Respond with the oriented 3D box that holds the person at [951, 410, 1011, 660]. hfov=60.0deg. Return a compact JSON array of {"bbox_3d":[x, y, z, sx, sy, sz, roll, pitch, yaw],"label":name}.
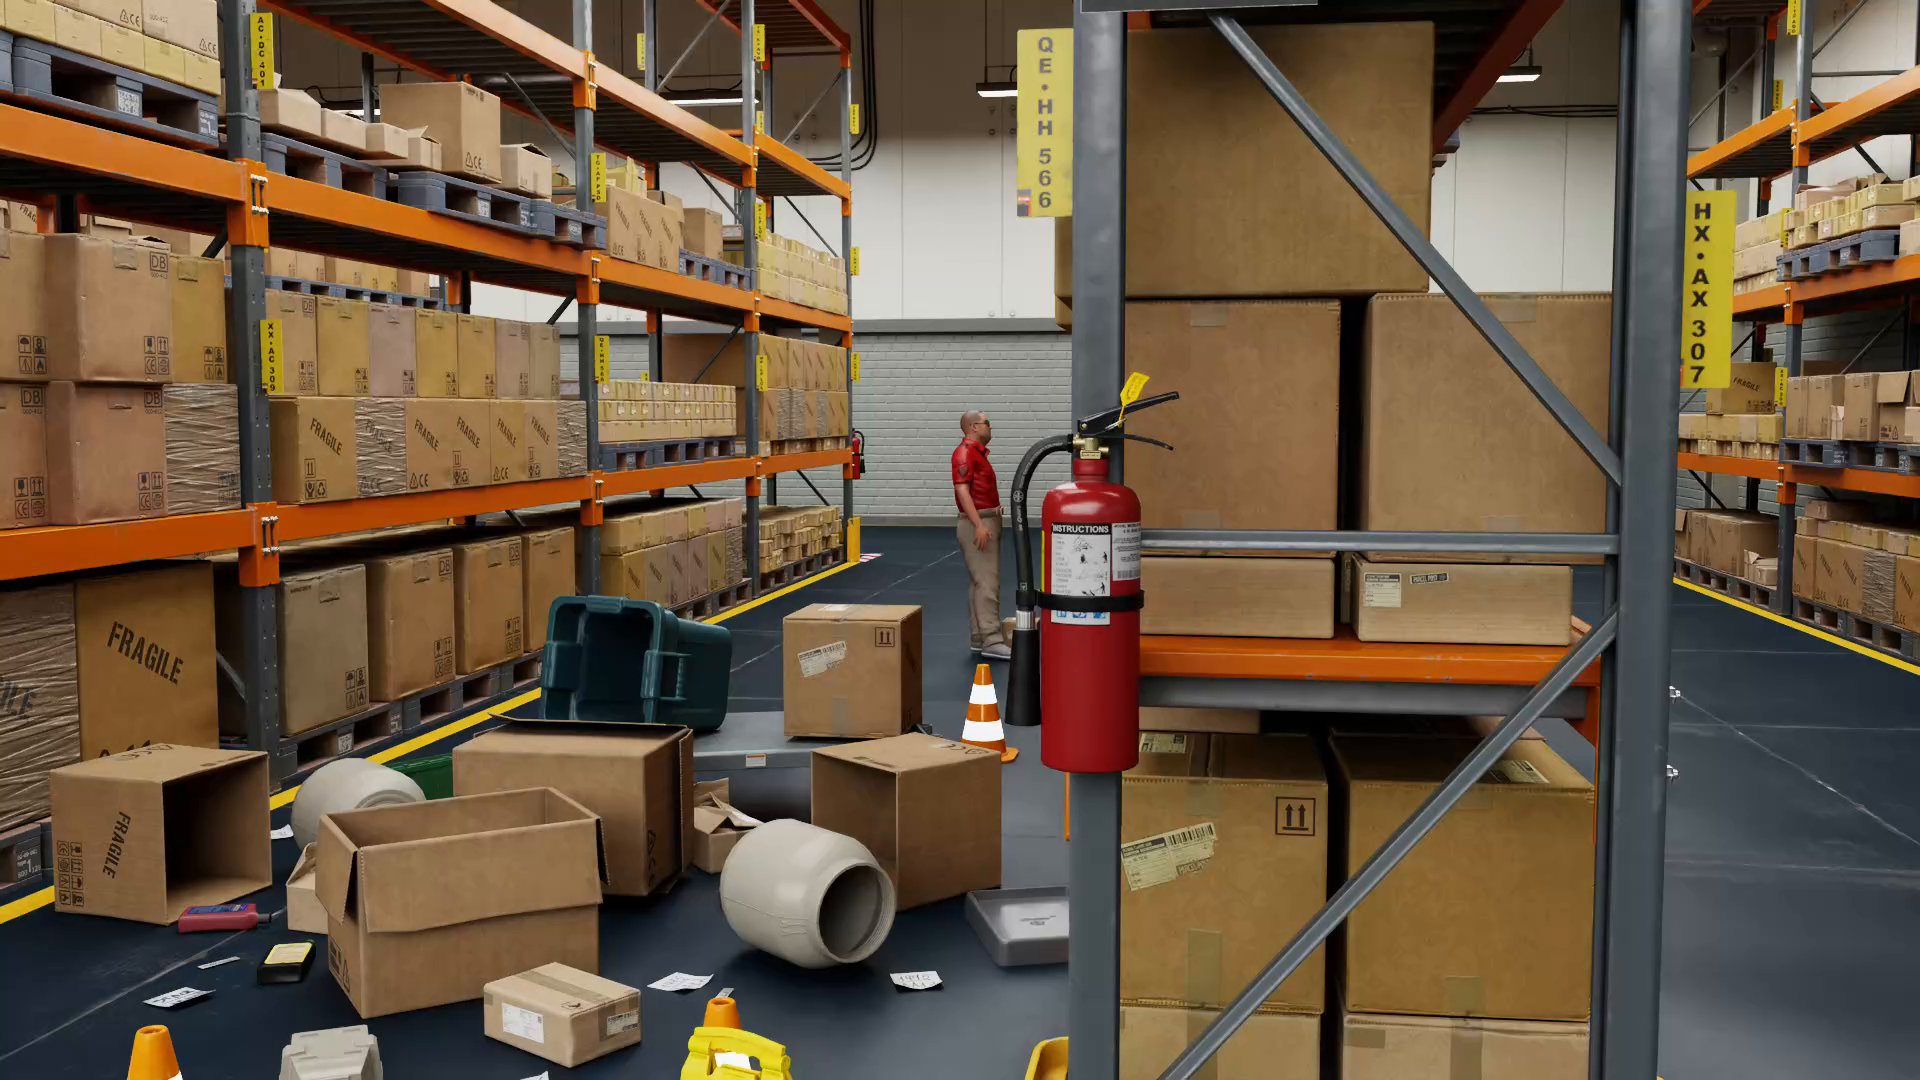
[{"bbox_3d":[0.232,-0.053,11.795,0.550,1.727,0.641,1,4,9],"label":"person"}]
